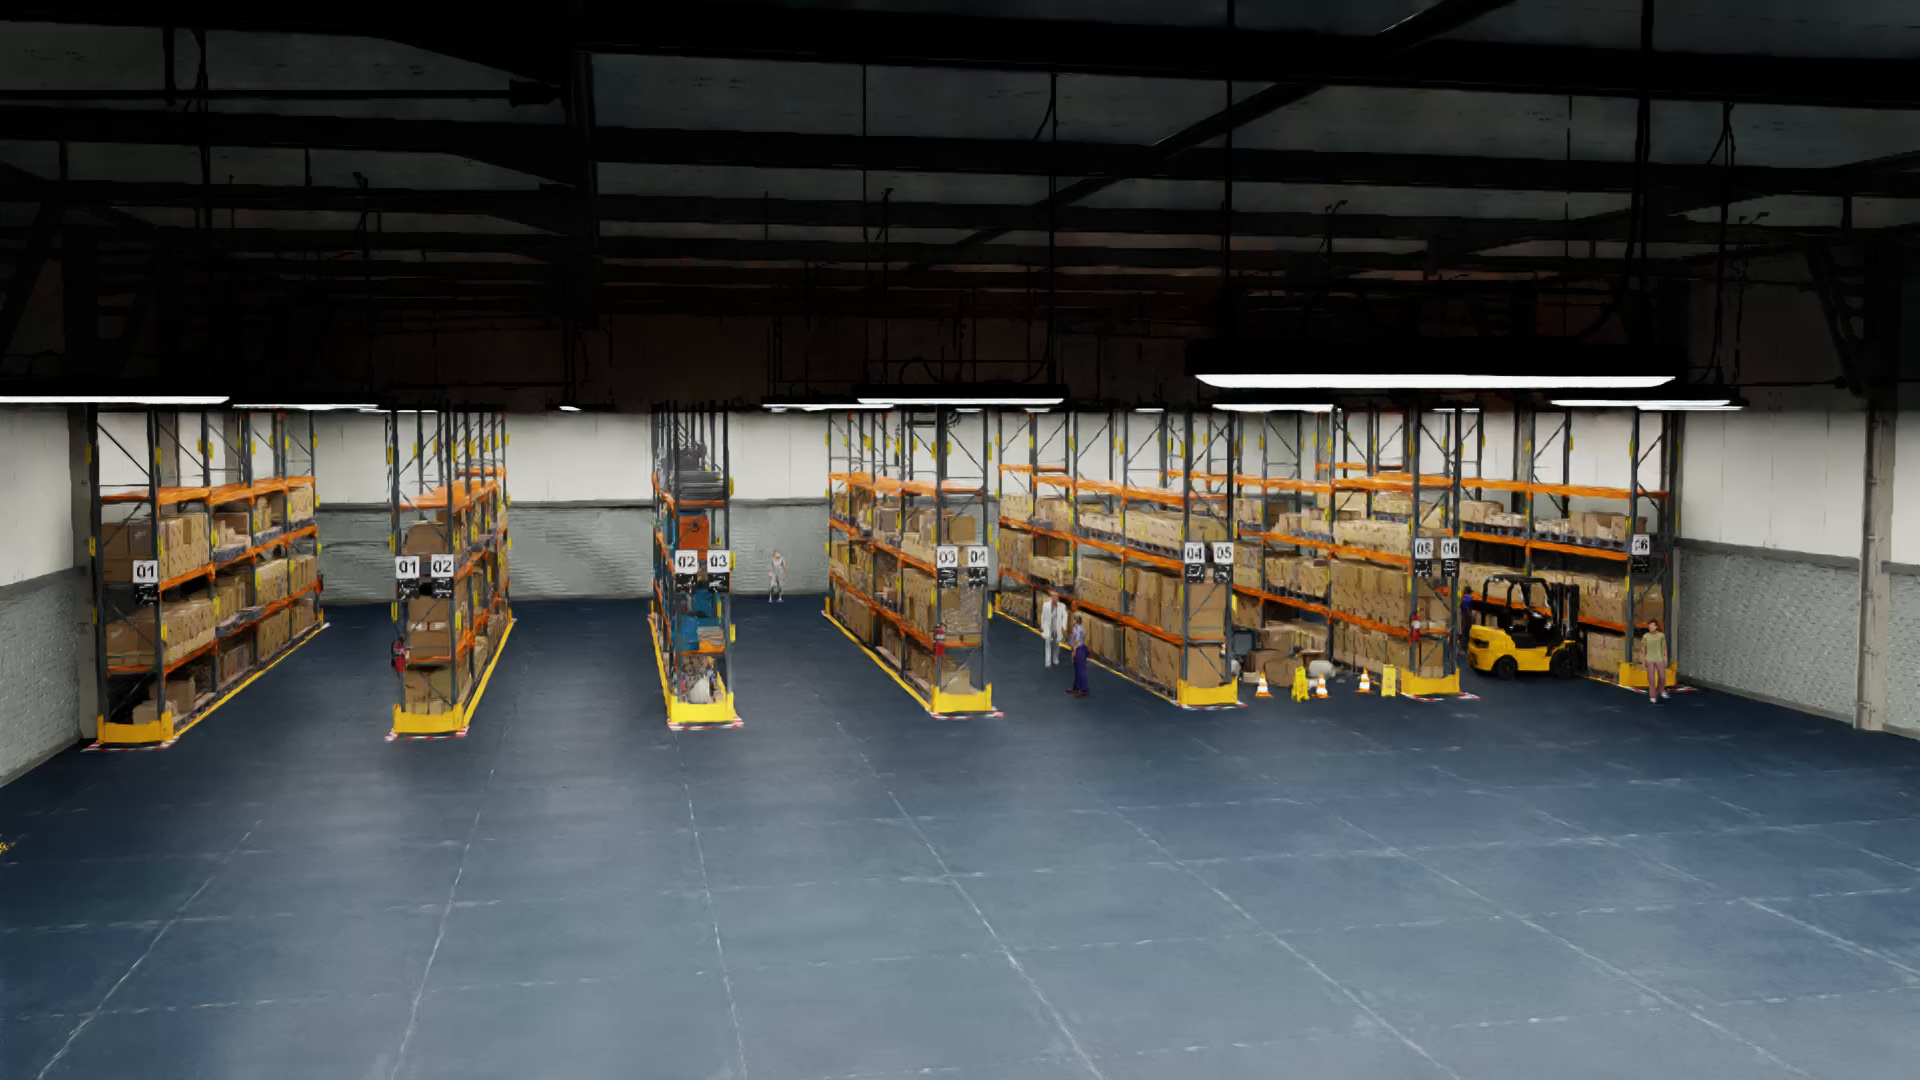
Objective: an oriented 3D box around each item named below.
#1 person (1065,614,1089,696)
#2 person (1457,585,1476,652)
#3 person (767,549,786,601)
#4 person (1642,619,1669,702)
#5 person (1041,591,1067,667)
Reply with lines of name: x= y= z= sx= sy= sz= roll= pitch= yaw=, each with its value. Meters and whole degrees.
person: x=2.396 y=2.332 z=33.967 sx=0.549 sy=1.642 sz=0.599 roll=1 pitch=5 yaw=18
person: x=12.102 y=1.891 z=39.718 sx=0.552 sy=1.651 sz=0.566 roll=1 pitch=4 yaw=13
person: x=-5.629 y=1.072 z=51.103 sx=0.580 sy=1.618 sz=0.507 roll=-1 pitch=4 yaw=-14
person: x=13.903 y=2.392 z=33.234 sx=0.520 sy=1.663 sz=0.503 roll=2 pitch=5 yaw=25
person: x=2.136 y=2.004 z=37.745 sx=0.575 sy=1.714 sz=1.103 roll=0 pitch=4 yaw=-3
